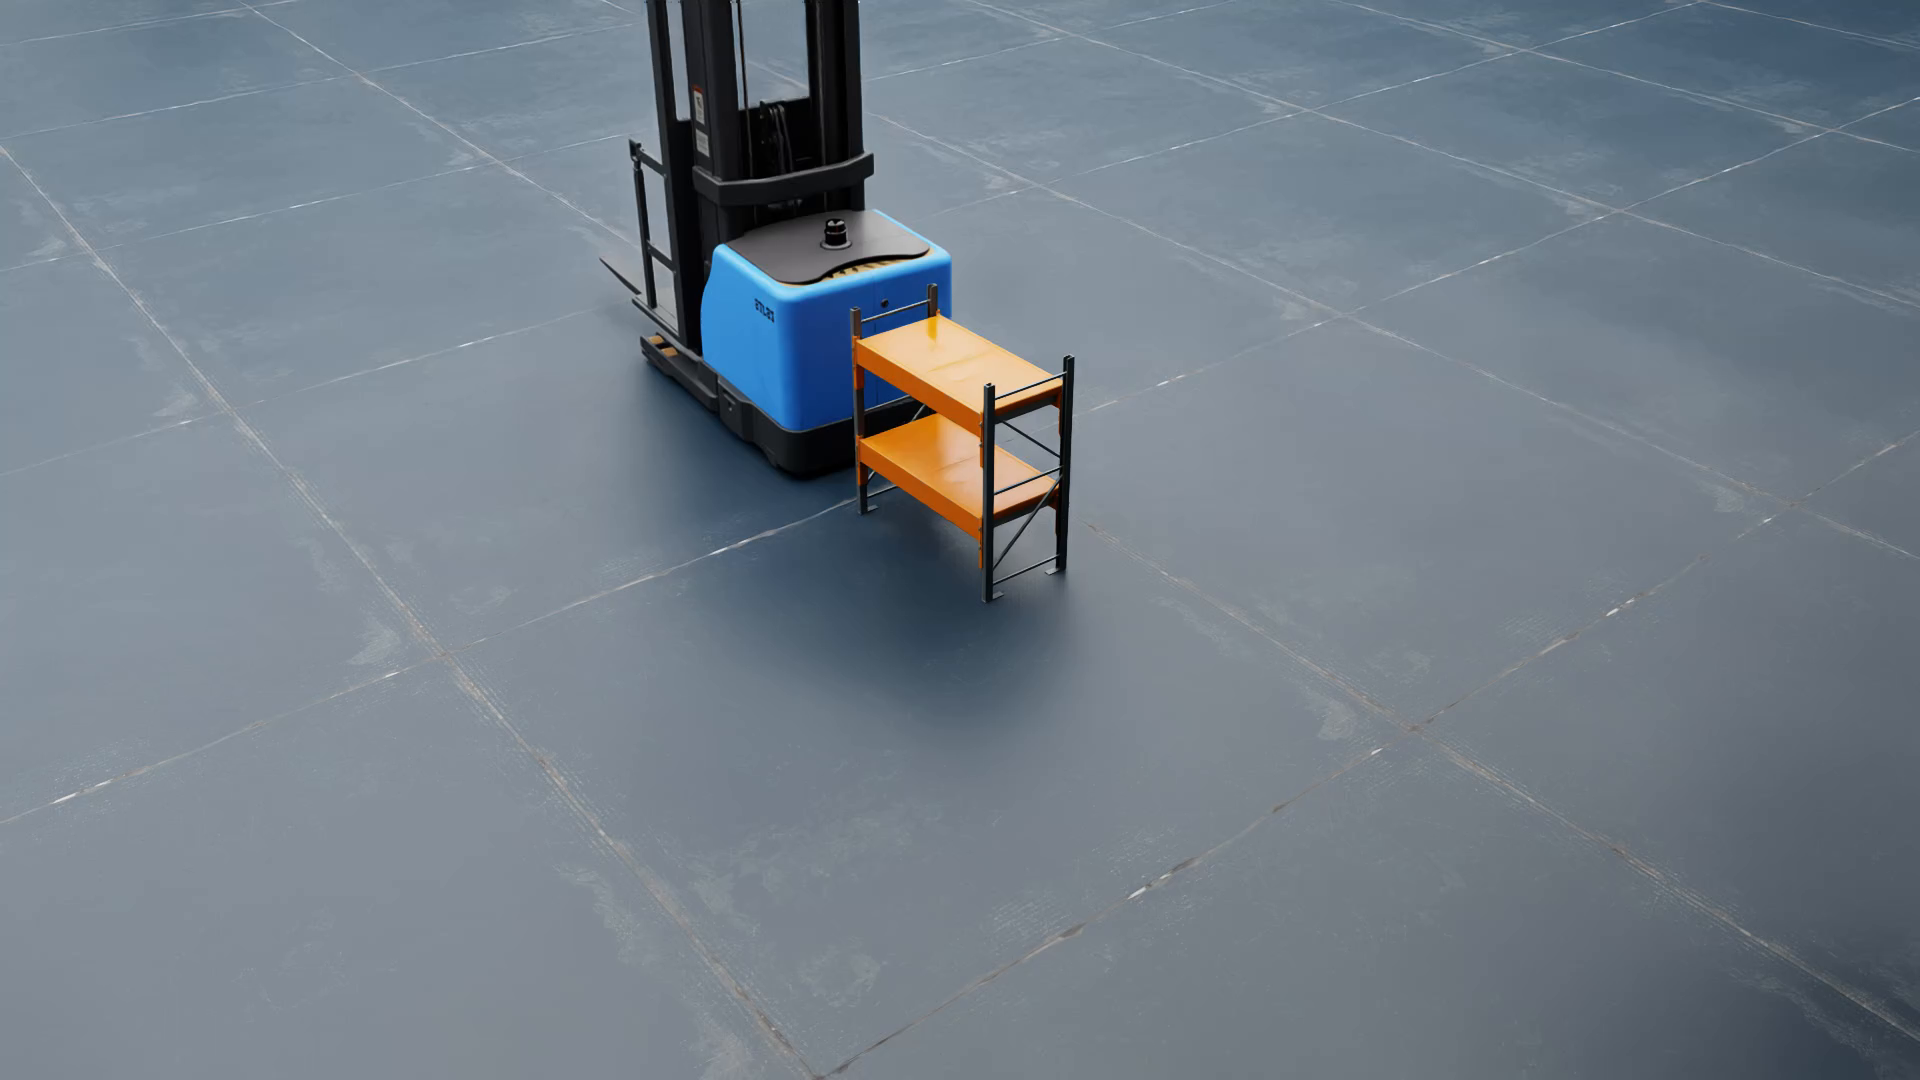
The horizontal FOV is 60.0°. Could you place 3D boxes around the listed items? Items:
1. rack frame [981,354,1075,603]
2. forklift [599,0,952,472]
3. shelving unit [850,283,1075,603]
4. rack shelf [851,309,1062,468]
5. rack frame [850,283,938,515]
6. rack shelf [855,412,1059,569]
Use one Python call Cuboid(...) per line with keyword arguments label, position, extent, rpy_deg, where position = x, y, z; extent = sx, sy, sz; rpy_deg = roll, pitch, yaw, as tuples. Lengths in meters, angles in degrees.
Cuboid(label="rack frame", position=(0.308, -0.269, 7.617), extent=(0.500, 1.125, 0.032), rpy_deg=(-22, 38, -31))
Cuboid(label="forklift", position=(-1.249, -2.335, 9.232), extent=(1.130, 2.935, 3.031), rpy_deg=(-19, 36, -27))
Cuboid(label="shelving unit", position=(-0.004, -0.481, 7.958), extent=(0.538, 1.125, 1.048), rpy_deg=(-22, 38, -31))
Cuboid(label="rack shelf", position=(-0.004, -0.729, 7.803), extent=(0.538, 0.278, 1.000), rpy_deg=(-22, 38, -31))
Cuboid(label="rack frame", position=(-0.316, -0.693, 8.299), extent=(0.500, 1.125, 0.032), rpy_deg=(-22, 38, -31))
Cuboid(label="rack shelf", position=(-0.004, -0.273, 8.087), extent=(0.538, 0.278, 1.000), rpy_deg=(-22, 38, -31))
